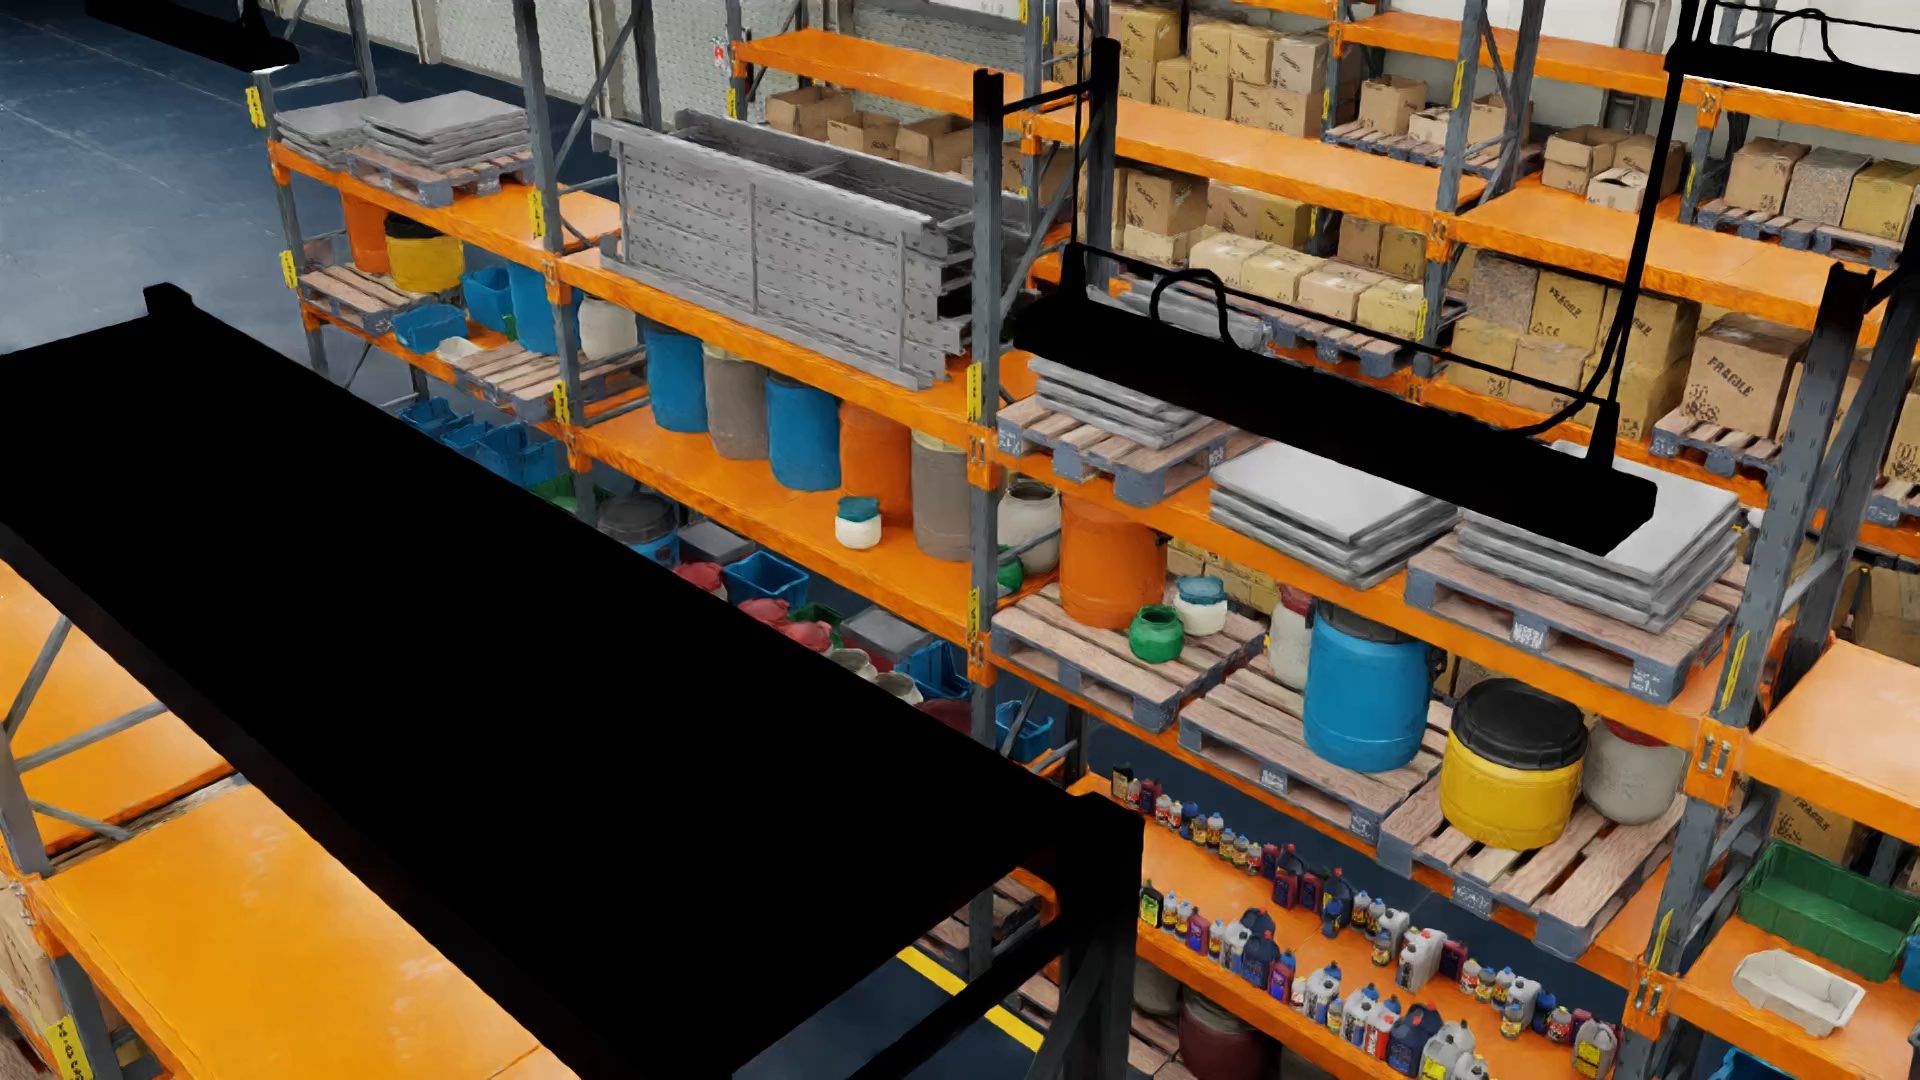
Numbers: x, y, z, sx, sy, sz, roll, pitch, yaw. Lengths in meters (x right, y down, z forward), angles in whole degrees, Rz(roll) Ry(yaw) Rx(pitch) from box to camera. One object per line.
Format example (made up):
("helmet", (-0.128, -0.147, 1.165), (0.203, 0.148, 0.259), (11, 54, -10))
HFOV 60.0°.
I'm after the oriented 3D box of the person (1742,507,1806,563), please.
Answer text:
("person", (7.419, -0.369, 15.112), (1.103, 1.715, 0.580), (19, 35, 30))
